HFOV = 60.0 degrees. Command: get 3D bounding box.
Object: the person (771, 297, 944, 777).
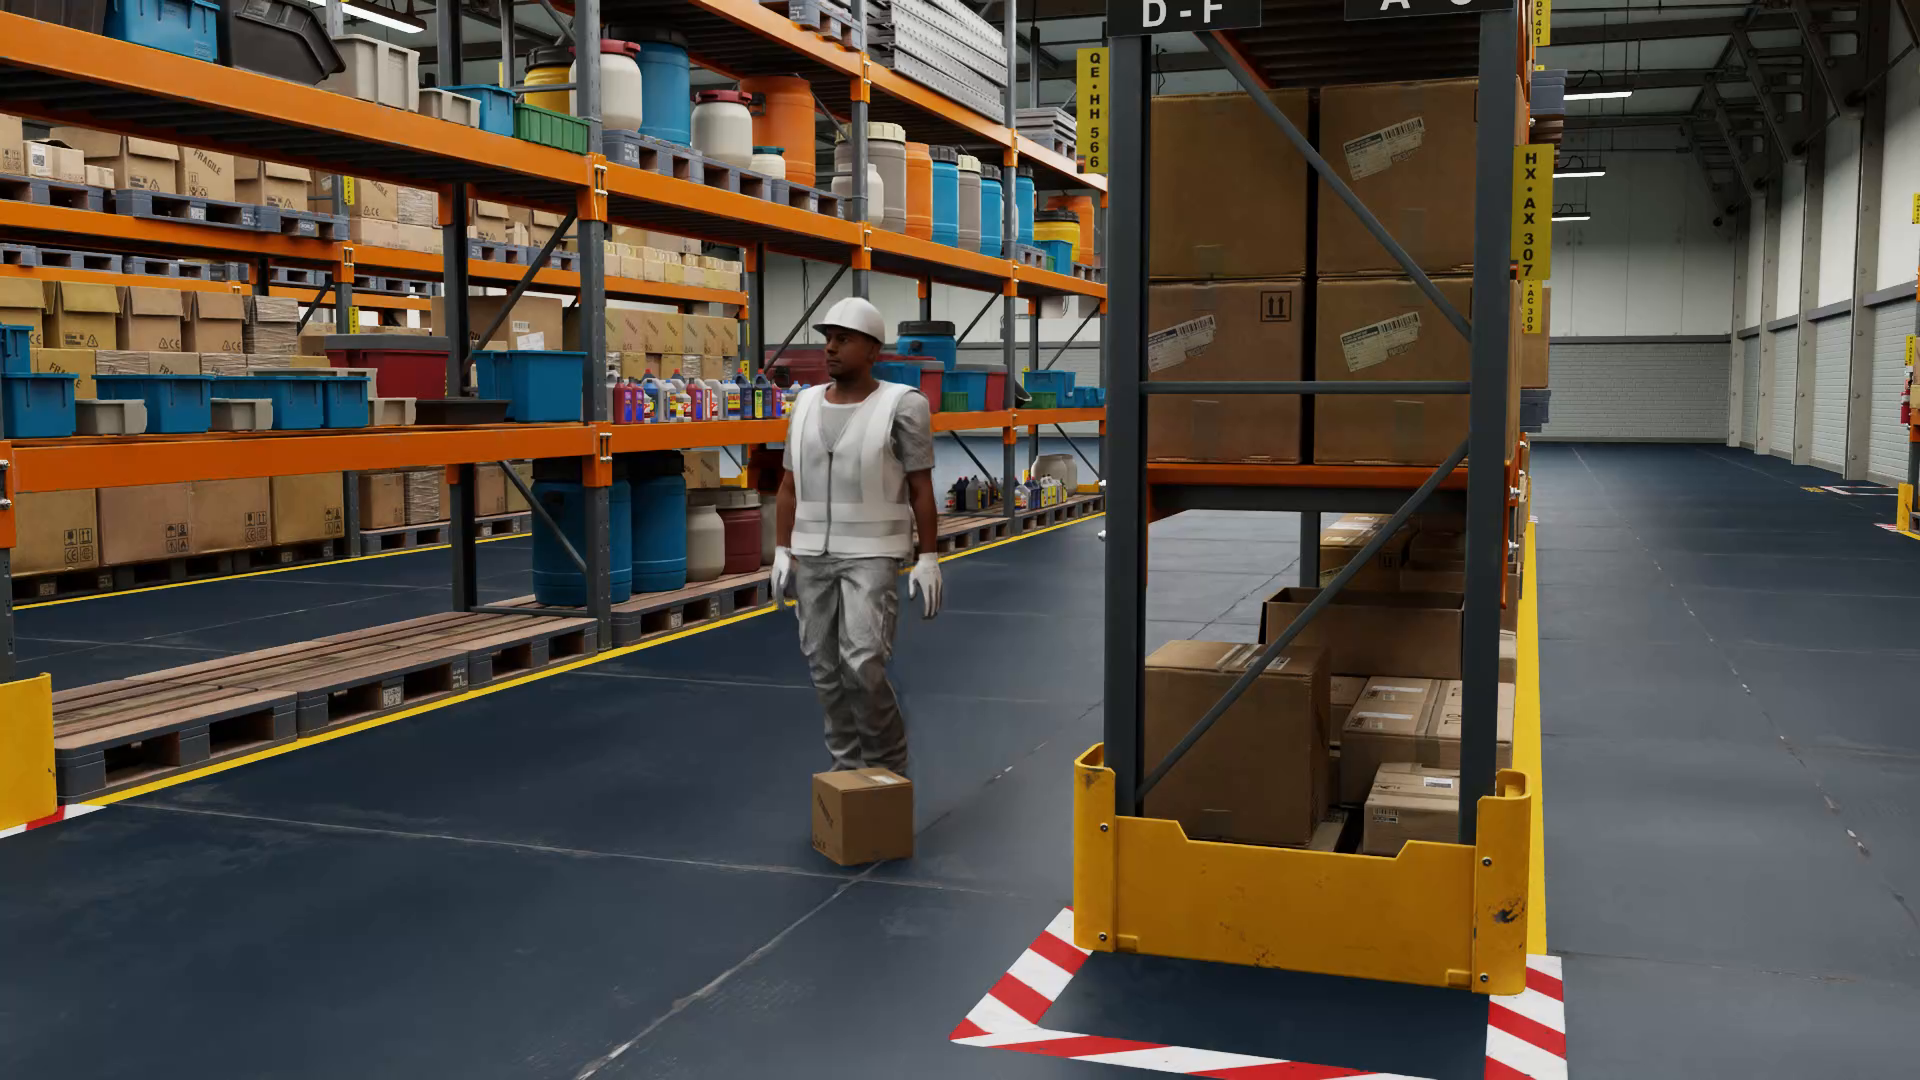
[{"bbox_3d":[-0.383,0.092,5.567,0.602,1.802,0.451,3,6,27],"label":"person"}]
